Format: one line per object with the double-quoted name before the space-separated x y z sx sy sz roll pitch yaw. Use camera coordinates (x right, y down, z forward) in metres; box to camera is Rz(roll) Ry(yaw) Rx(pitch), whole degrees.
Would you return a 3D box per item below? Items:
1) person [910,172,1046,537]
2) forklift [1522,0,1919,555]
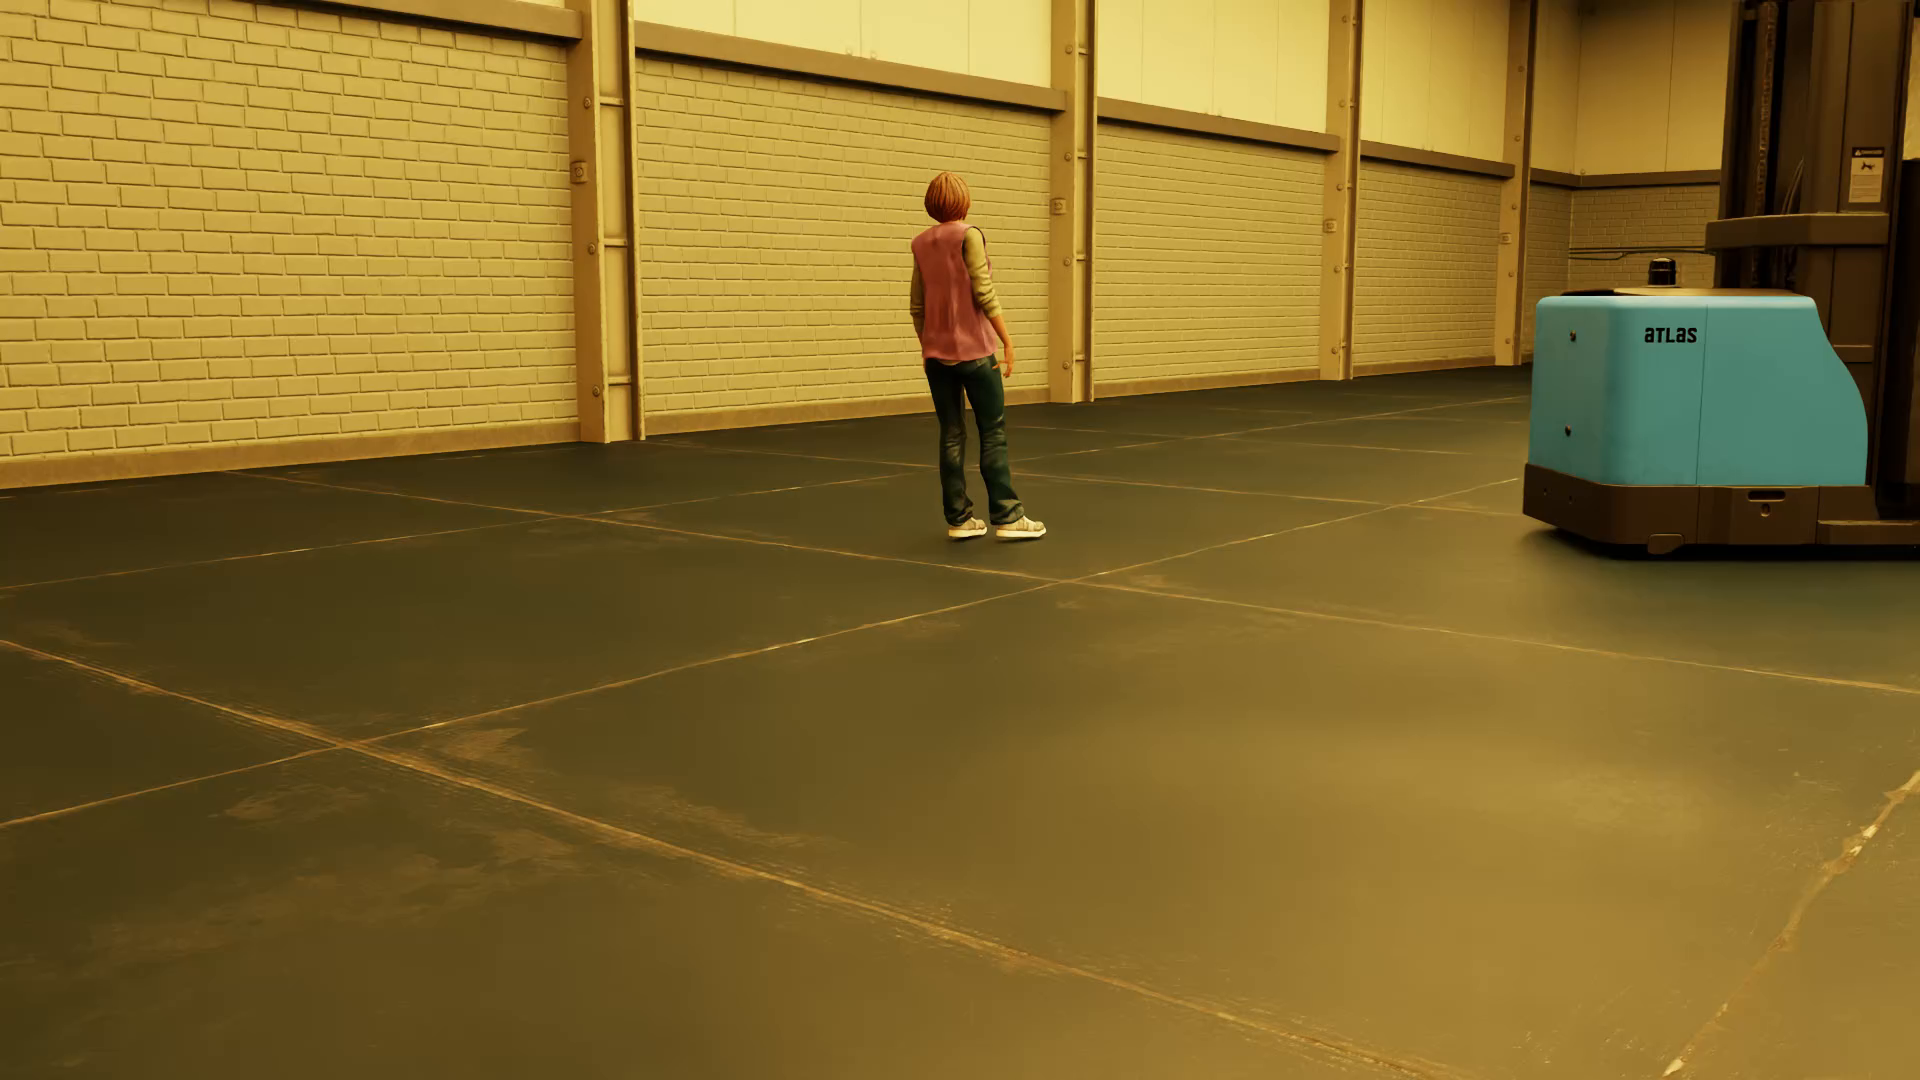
"person" 0.058 -0.804 7.337 0.521 1.599 0.473 7 11 38
"forklift" 4.135 -1.439 7.115 3.031 2.935 1.130 0 8 0
